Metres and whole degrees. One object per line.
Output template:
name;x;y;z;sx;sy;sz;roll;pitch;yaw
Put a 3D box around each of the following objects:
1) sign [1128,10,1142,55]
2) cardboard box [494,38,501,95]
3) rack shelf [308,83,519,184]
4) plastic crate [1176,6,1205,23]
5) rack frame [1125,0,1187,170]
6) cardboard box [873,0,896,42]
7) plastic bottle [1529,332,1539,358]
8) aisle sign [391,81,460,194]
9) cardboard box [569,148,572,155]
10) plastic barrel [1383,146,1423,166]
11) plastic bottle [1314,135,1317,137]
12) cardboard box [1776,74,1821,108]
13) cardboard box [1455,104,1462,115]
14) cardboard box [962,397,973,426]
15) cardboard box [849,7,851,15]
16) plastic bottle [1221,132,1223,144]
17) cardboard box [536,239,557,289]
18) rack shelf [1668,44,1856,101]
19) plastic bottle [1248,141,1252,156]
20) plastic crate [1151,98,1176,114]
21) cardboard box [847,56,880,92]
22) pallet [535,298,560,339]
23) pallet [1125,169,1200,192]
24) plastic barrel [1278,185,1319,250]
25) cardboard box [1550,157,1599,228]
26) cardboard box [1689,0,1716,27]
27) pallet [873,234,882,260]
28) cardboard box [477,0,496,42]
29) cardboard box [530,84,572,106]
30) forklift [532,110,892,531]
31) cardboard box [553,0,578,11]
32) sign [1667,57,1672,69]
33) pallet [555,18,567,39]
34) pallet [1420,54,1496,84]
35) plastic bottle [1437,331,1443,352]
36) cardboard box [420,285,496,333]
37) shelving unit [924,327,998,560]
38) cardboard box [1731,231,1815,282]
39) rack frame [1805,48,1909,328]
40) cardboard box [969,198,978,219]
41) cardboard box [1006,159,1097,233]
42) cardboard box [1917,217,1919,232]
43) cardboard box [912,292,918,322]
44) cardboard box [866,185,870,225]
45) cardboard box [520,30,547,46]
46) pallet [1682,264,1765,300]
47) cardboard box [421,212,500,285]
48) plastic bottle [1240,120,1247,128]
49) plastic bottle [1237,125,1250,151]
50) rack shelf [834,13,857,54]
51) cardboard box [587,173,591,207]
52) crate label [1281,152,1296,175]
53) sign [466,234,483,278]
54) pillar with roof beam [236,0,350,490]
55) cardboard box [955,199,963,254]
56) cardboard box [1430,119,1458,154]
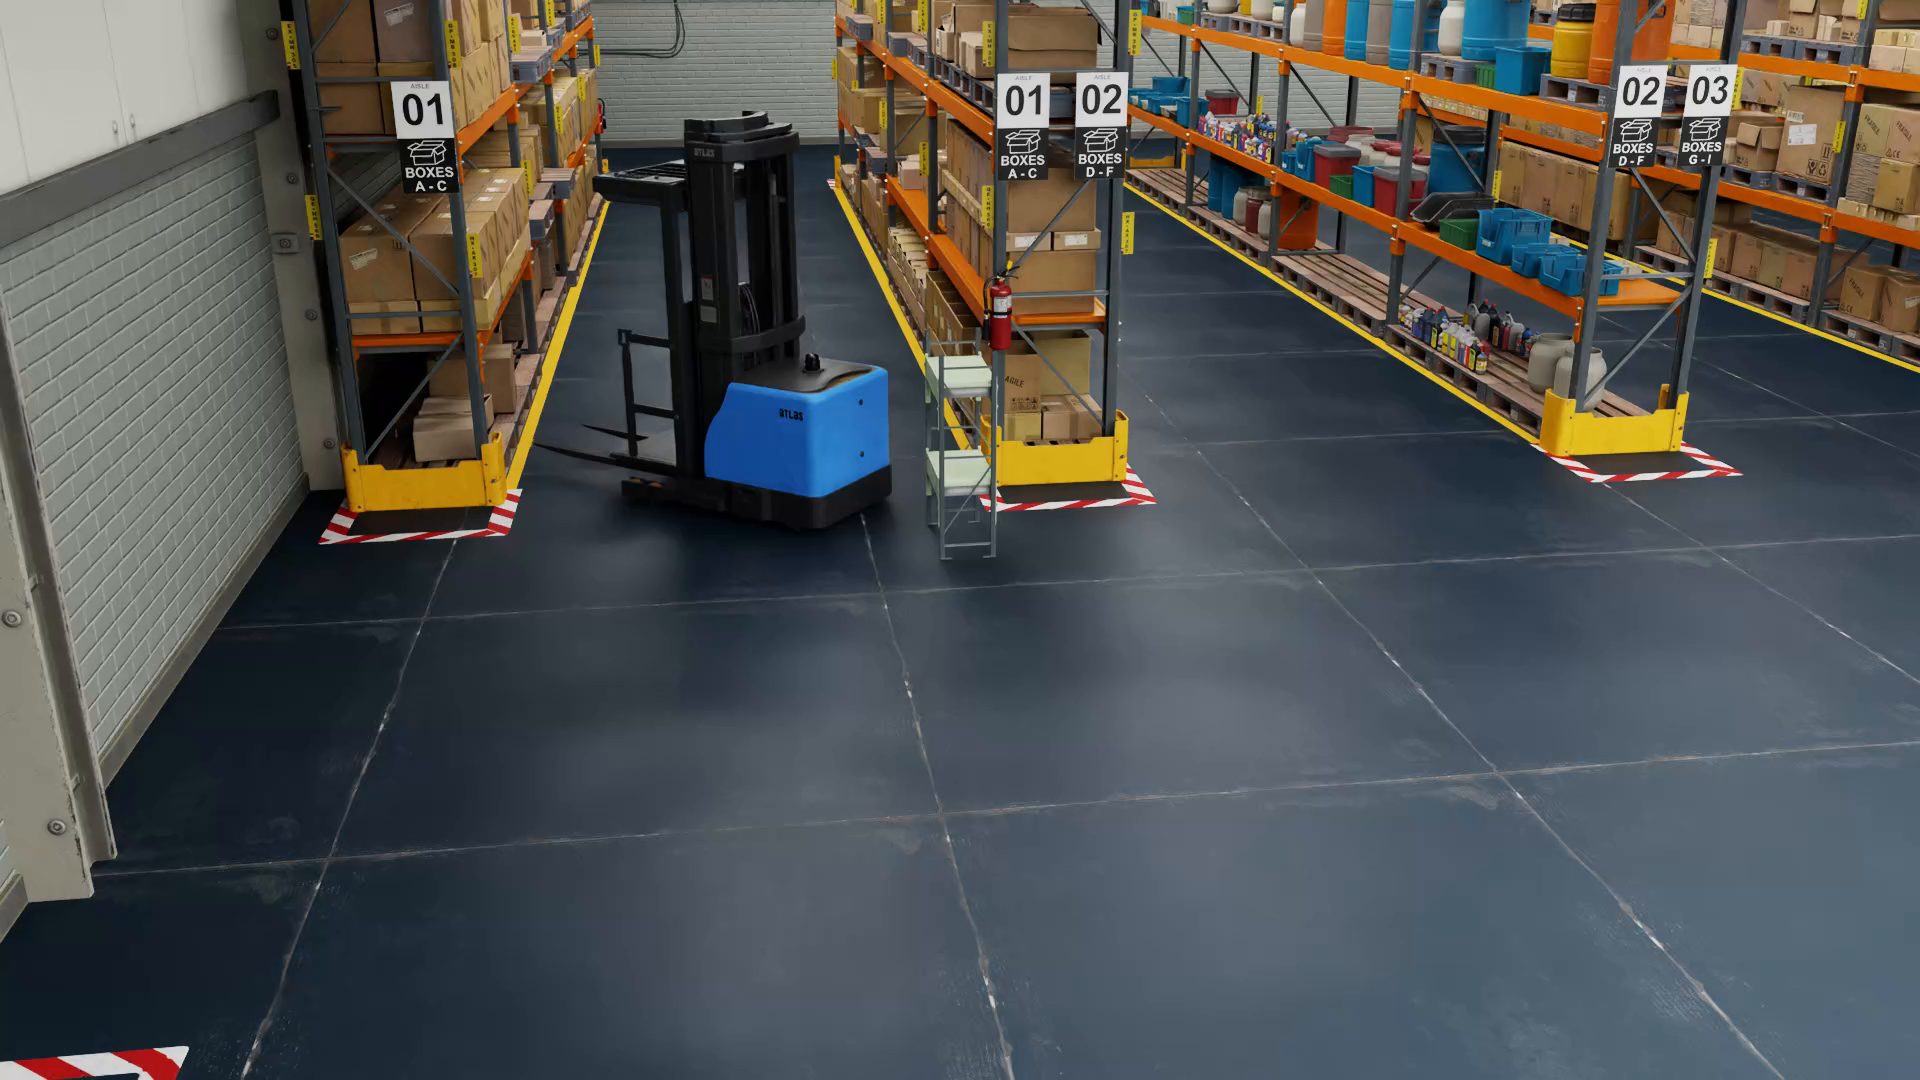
sign;1.308;-3.807;12.471;0.100;0.325;0.005;-3;21;-8
cardboard box;-4.343;-4.186;14.678;0.500;0.500;0.500;-5;21;-12
rack shelf;-4.432;-3.438;13.876;1.077;0.370;4.000;-3;21;-8
plastic crate;3.483;-7.958;25.188;0.416;0.233;0.300;-3;21;-8
rack frame;3.353;-7.717;28.591;1.000;3.000;0.127;-3;21;-8
cardboard box;-0.640;-6.657;21.322;0.910;0.500;0.500;-3;21;-8
plastic bottle;5.643;-1.902;16.293;0.097;0.271;0.097;0;20;0
aisle sign;-3.837;-2.886;11.940;0.394;0.787;0.004;-3;21;-8
cardboard box;-5.426;-5.267;22.361;0.380;0.149;0.250;-3;21;-8
plastic barrel;5.057;-4.222;19.040;0.433;0.535;0.433;0;20;0
plastic bottle;4.723;-5.268;22.200;0.061;0.283;0.133;-3;21;-8
cardboard box;13.405;-7.137;26.469;0.500;0.500;0.500;-3;21;-8
cardboard box;8.277;-6.998;27.026;0.380;0.149;0.250;-3;21;-9
cardboard box;0.304;-1.181;14.420;0.500;0.250;0.500;-3;21;-8
cardboard box;-1.367;-7.747;24.599;0.500;0.250;0.500;-3;21;-8
plastic bottle;3.743;-5.698;23.468;0.097;0.201;0.097;0;20;0
cardboard box;-5.142;-3.236;19.537;0.700;0.500;0.500;-3;21;-7
rack shelf;9.696;-5.573;19.591;1.077;0.370;4.000;-3;21;-8
plastic bottle;3.924;-5.262;22.302;0.097;0.201;0.097;0;20;0
plastic crate;3.296;-7.005;26.838;0.416;0.233;0.300;-3;21;-8
cardboard box;-1.450;-7.113;25.401;0.500;0.500;0.500;-3;21;-7
pallet;-5.013;-2.449;18.472;1.003;0.211;1.213;-3;21;-8
pallet;3.434;-6.123;28.309;1.003;0.211;1.213;-3;21;-8
plastic barrel;4.419;-4.296;21.933;0.600;0.830;0.708;-3;21;-8
cardboard box;9.208;-4.948;23.612;1.225;0.875;0.875;-3;21;-8
cardboard box;9.290;-6.532;20.273;0.500;0.500;0.500;-3;21;-7
pallet;-0.638;-4.074;22.823;1.003;0.211;1.213;-3;21;-8
cardboard box;-4.205;-4.463;13.991;0.500;0.500;0.500;-4;21;-10
cardboard box;-5.415;-5.876;21.994;0.500;0.250;0.500;-3;21;-7
forklift;-2.065;-1.799;12.844;3.031;2.935;1.130;12;23;28
cardboard box;-5.712;-7.664;23.632;0.500;0.250;0.500;-3;21;-8
sign;12.640;-8.560;29.611;0.100;0.325;0.005;-3;21;-8
pallet;-5.693;-6.833;22.211;0.805;0.209;1.217;-4;21;-10
pallet;5.284;-4.634;16.320;1.213;0.211;1.003;-3;21;-8
plastic bottle;4.834;-1.993;16.635;0.097;0.201;0.097;0;20;0
cardboard box;-3.900;-1.802;12.939;0.500;0.250;0.500;-4;21;-9
shelving unit;0.001;-0.700;11.948;0.431;1.500;0.755;-3;21;-8
cardboard box;9.786;-3.421;20.032;0.700;0.500;0.500;-5;21;-12
rack frame;9.984;-3.812;18.136;1.000;3.000;0.127;-3;21;-8
cardboard box;0.288;-2.939;14.729;0.380;0.149;0.250;-3;21;-8
cardboard box;0.695;-2.764;13.333;0.700;0.500;0.500;-3;21;-8
cardboard box;9.922;-3.173;16.785;0.380;0.149;0.250;-3;21;-8
cardboard box;-0.237;-2.527;18.024;0.500;0.250;0.500;-3;21;-9
cardboard box;-1.056;-4.755;23.604;0.500;0.500;0.500;-3;21;-7
cardboard box;-4.926;-5.585;18.694;0.500;0.311;0.500;-3;21;-8
pallet;9.692;-3.199;20.479;1.003;0.211;1.213;-3;21;-8
cardboard box;-3.977;-2.320;13.255;0.500;0.500;0.500;-3;21;-8
plastic bottle;4.186;-6.106;24.562;0.097;0.201;0.097;0;20;0
plastic bottle;3.880;-5.496;22.714;0.144;0.351;0.185;-3;21;-8
rack shelf;-1.261;-7.844;25.673;1.077;0.370;4.000;-3;21;-8
cardboard box;-5.949;-5.297;25.082;0.700;0.500;0.500;-3;21;-8
crate label;4.196;-4.704;20.763;0.303;0.233;0.416;-3;21;-8
sign;-3.607;-2.111;12.343;0.100;0.325;0.005;-3;21;-8
pillar with roof beam;-0.841;-4.904;12.485;9.100;9.000;0.400;-3;21;-8
cardboard box;0.334;-3.025;15.886;0.700;0.500;0.500;-3;21;-8
cardboard box;8.557;-6.636;28.132;0.875;0.875;0.875;-3;21;-8
